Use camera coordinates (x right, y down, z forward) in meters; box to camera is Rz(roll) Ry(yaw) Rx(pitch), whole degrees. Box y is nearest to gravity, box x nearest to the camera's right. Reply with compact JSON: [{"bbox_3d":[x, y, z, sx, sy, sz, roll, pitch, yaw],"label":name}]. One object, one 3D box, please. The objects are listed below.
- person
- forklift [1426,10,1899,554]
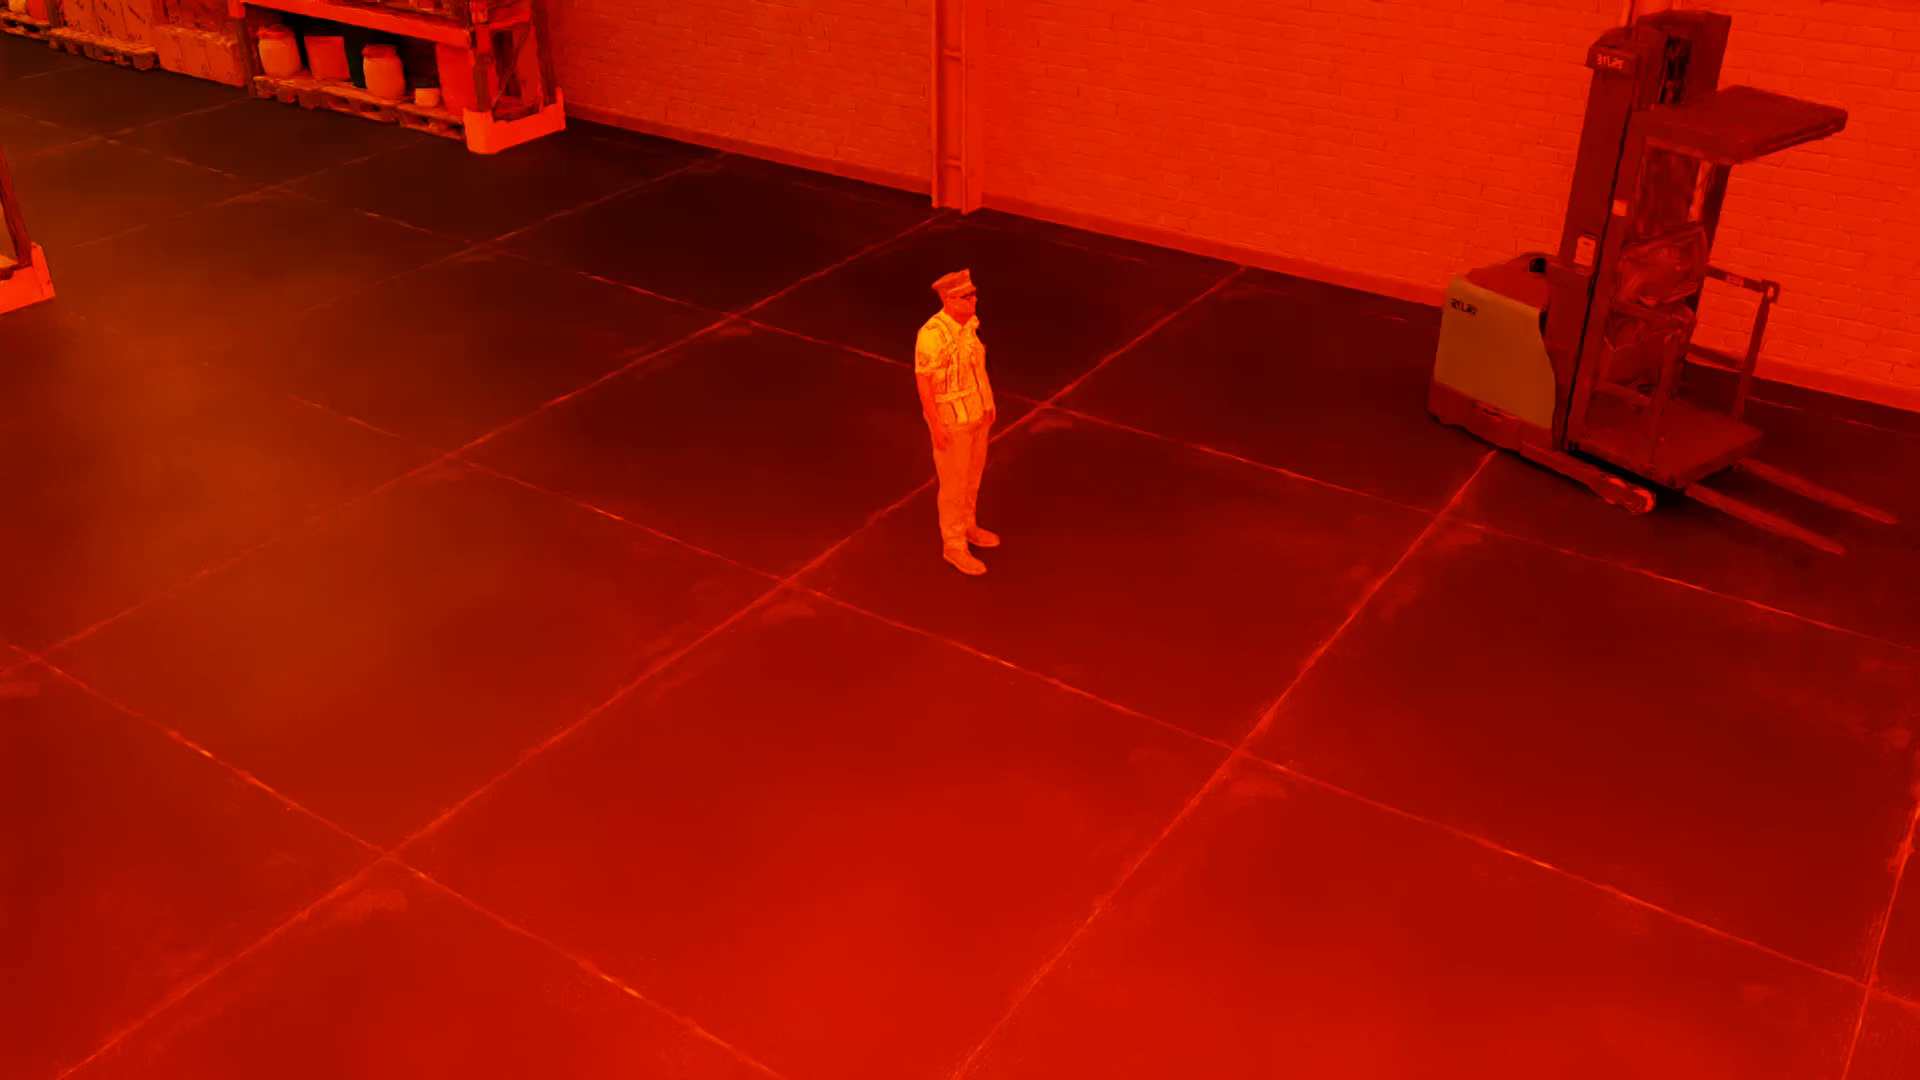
[{"bbox_3d":[0.058,-0.750,10.002,0.574,1.781,0.640,19,35,29],"label":"person"},{"bbox_3d":[4.634,-1.705,10.518,1.130,2.935,3.031,-20,36,-31],"label":"forklift"}]
